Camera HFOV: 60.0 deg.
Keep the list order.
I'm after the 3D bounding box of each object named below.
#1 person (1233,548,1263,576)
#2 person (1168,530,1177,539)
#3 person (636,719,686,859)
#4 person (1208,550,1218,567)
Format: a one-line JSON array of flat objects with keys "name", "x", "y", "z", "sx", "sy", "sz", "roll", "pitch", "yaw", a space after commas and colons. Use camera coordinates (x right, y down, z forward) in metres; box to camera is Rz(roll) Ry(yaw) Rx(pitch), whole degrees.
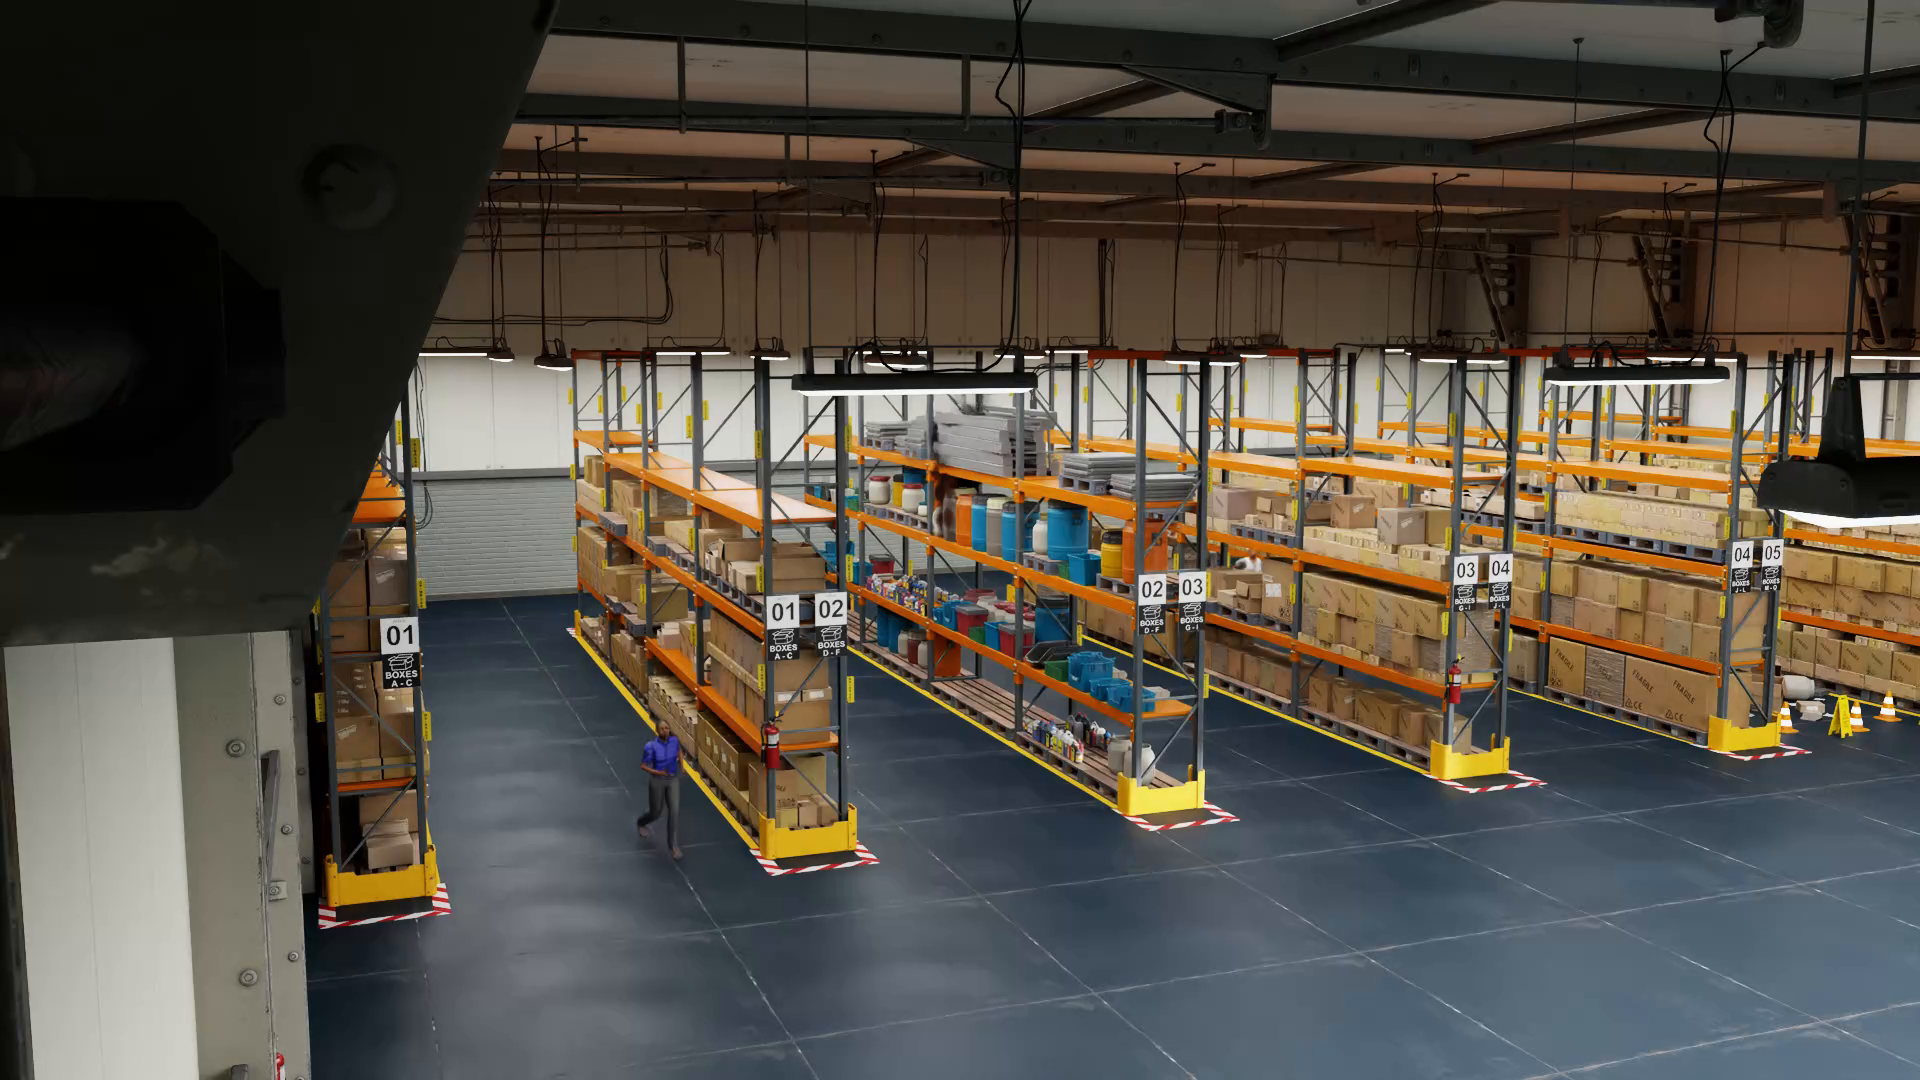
[{"name": "person", "x": 6.235, "y": 1.012, "z": 35.612, "sx": 0.640, "sy": 1.840, "sz": 0.873, "roll": -3, "pitch": 8, "yaw": -20}, {"name": "person", "x": 5.145, "y": 0.443, "z": 40.493, "sx": 0.709, "sy": 1.748, "sz": 0.677, "roll": 4, "pitch": 8, "yaw": 29}, {"name": "person", "x": -3.644, "y": 2.996, "z": 20.375, "sx": 0.589, "sy": 1.664, "sz": 0.918, "roll": -4, "pitch": 8, "yaw": -32}, {"name": "person", "x": 6.252, "y": 0.327, "z": 41.415, "sx": 0.772, "sy": 1.839, "sz": 0.672, "roll": -4, "pitch": 8, "yaw": -27}]
